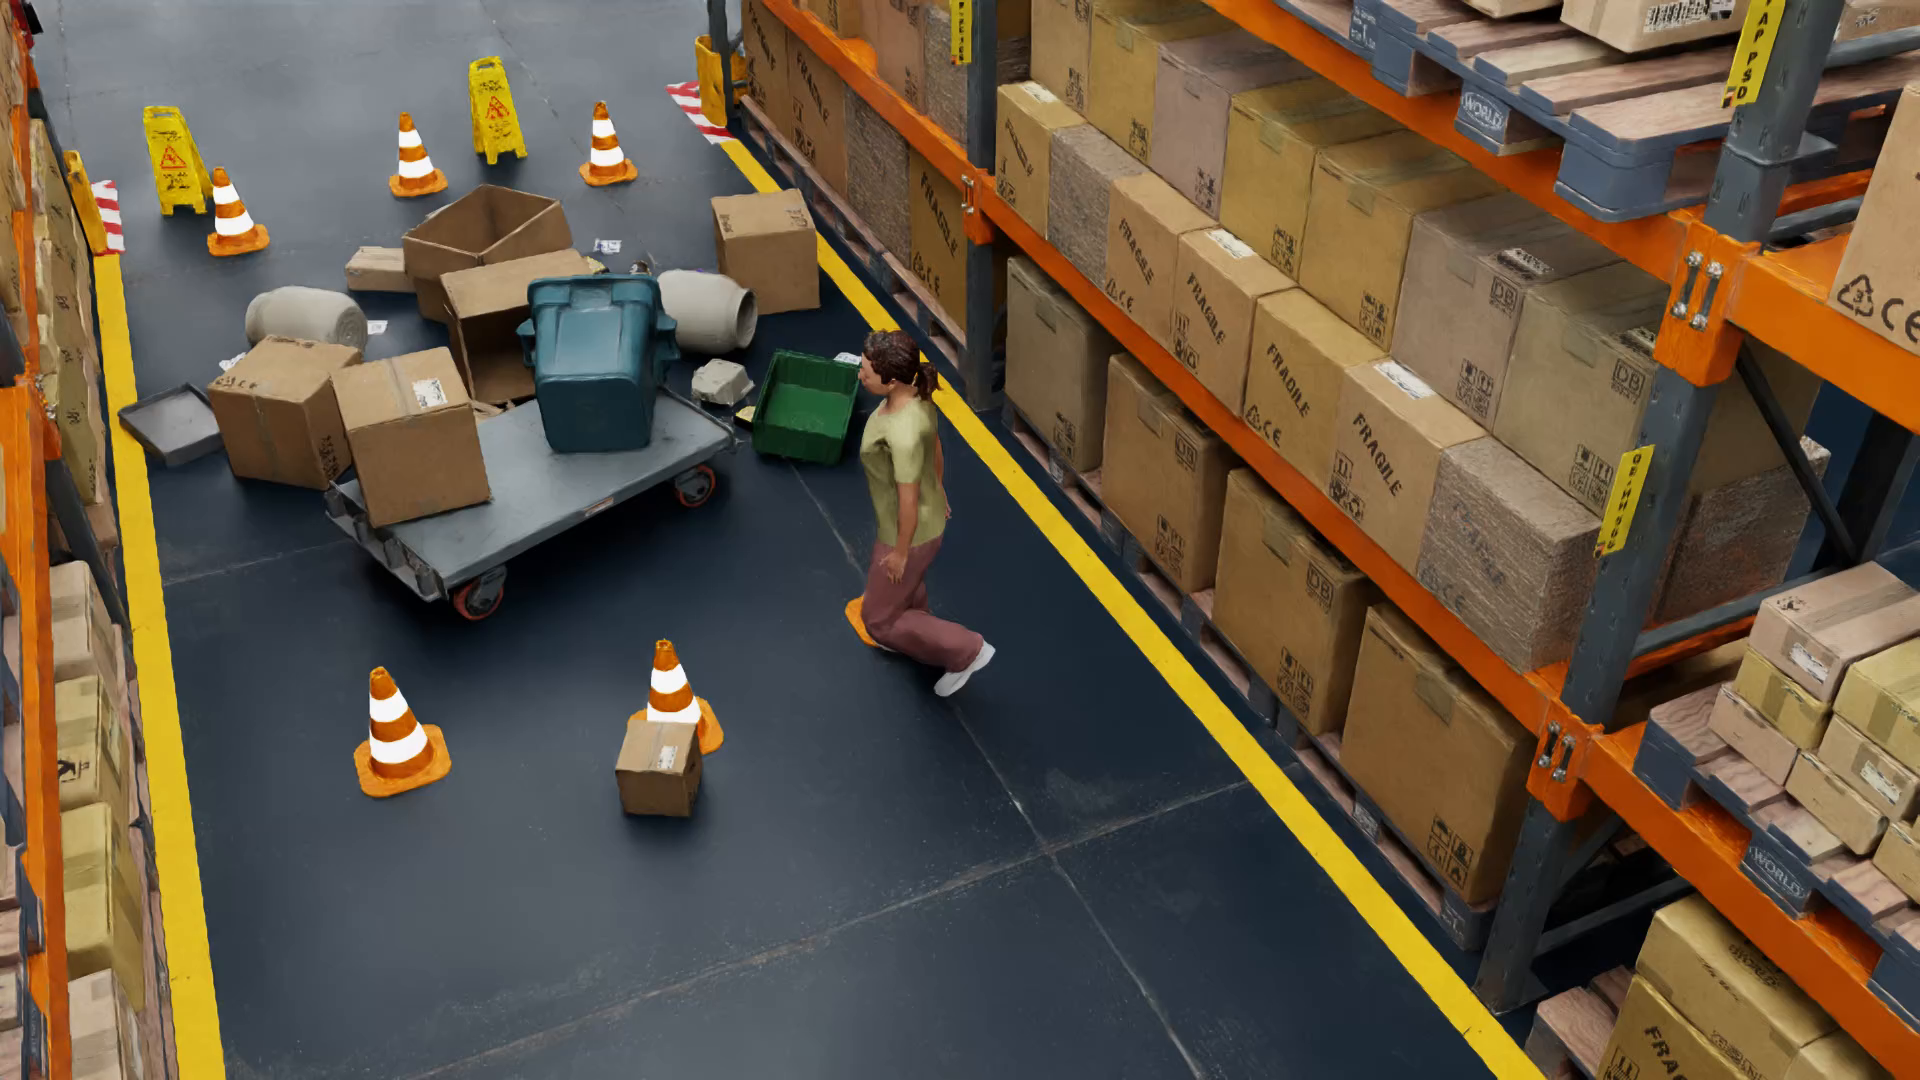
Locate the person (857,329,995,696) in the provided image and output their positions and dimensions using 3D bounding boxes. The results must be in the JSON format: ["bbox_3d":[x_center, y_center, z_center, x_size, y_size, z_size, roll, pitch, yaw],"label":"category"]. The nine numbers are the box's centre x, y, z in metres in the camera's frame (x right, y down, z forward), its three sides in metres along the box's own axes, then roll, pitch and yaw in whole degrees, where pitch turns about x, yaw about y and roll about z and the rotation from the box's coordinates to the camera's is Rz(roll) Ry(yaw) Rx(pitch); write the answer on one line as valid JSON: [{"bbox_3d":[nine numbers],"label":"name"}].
[{"bbox_3d":[-0.117,-0.085,6.237,0.515,1.649,0.550,1,37,1],"label":"person"}]
